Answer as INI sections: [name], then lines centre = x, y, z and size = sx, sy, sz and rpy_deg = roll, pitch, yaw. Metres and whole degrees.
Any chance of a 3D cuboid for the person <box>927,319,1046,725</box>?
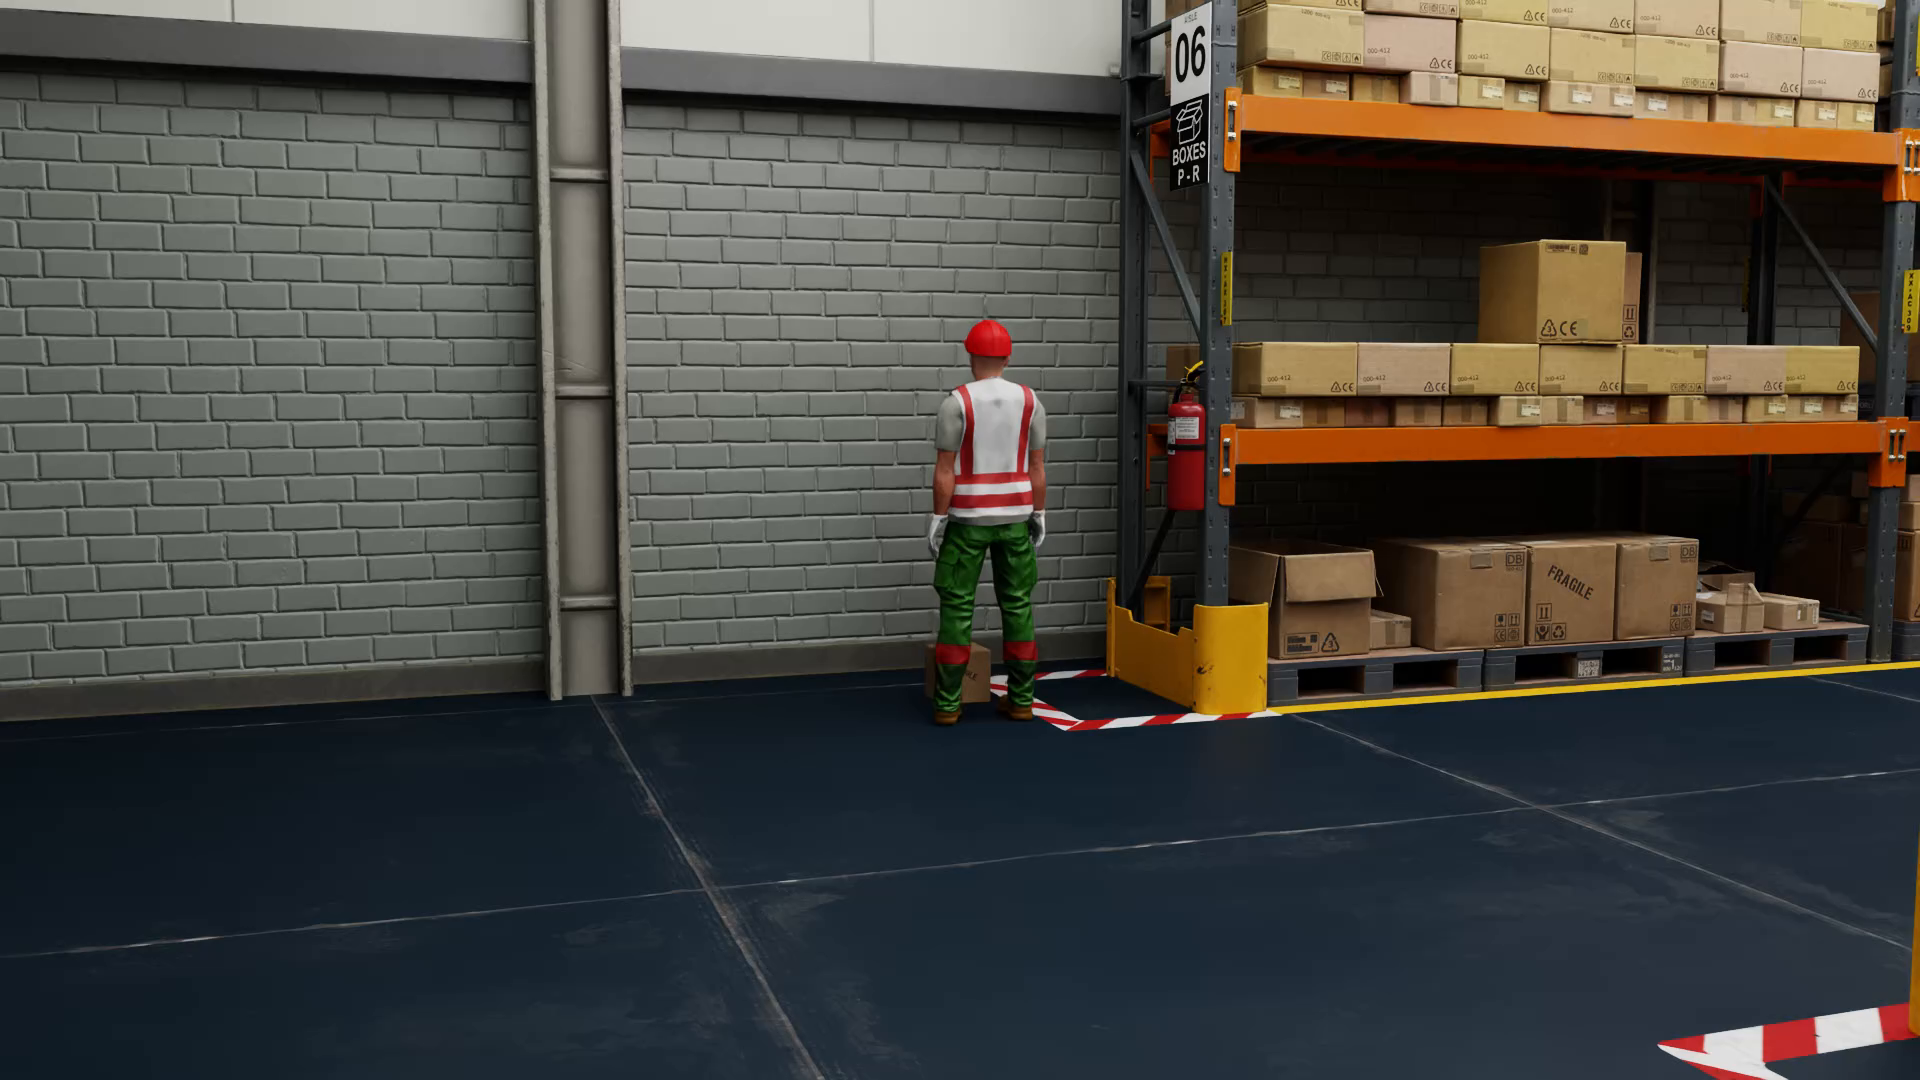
[person]
centre = 0.120, -0.086, 7.451
size = 0.557, 1.790, 0.365
rpy_deg = -2, 6, -16
